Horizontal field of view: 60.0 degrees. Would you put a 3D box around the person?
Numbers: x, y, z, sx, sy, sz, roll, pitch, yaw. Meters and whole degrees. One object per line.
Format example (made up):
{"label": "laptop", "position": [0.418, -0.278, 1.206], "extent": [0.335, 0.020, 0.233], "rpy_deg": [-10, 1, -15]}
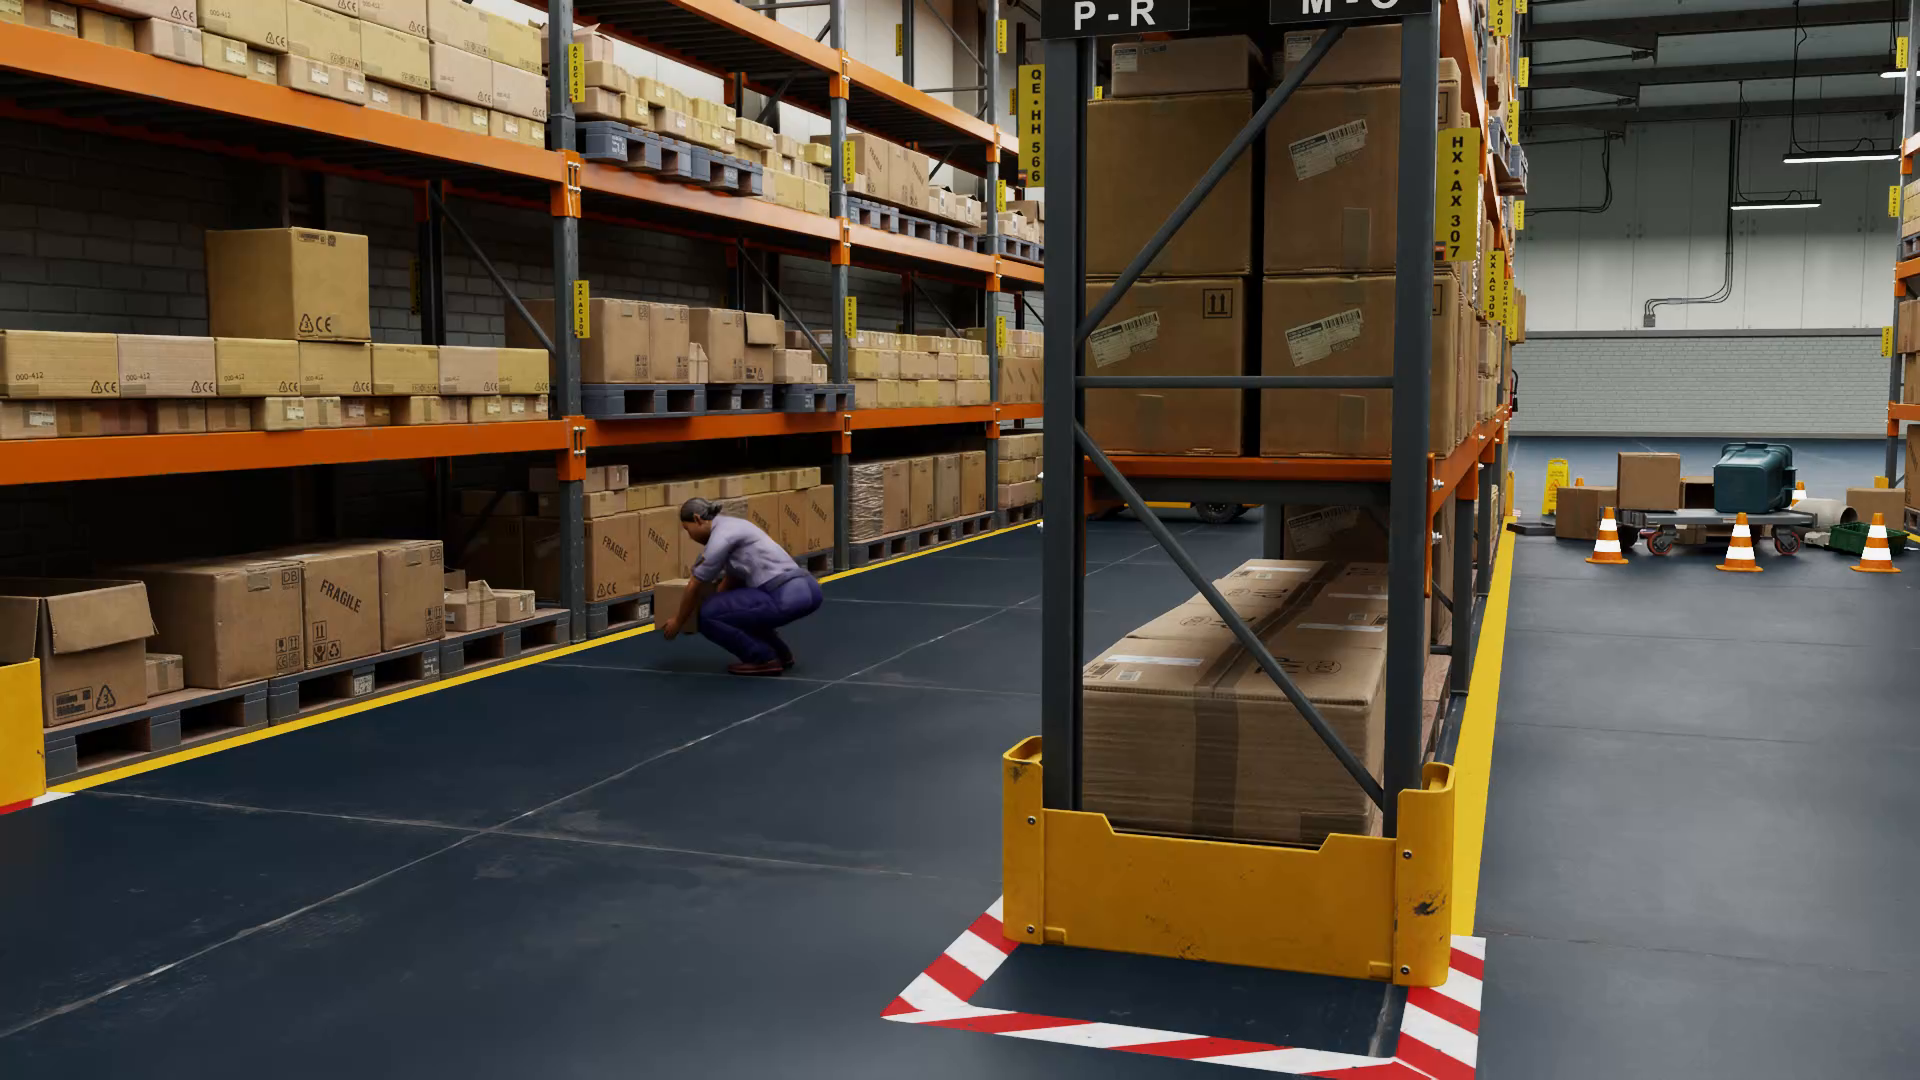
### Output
{"label": "person", "position": [-1.153, 0.234, 8.793], "extent": [0.831, 0.924, 0.520], "rpy_deg": [2, 6, 19]}
